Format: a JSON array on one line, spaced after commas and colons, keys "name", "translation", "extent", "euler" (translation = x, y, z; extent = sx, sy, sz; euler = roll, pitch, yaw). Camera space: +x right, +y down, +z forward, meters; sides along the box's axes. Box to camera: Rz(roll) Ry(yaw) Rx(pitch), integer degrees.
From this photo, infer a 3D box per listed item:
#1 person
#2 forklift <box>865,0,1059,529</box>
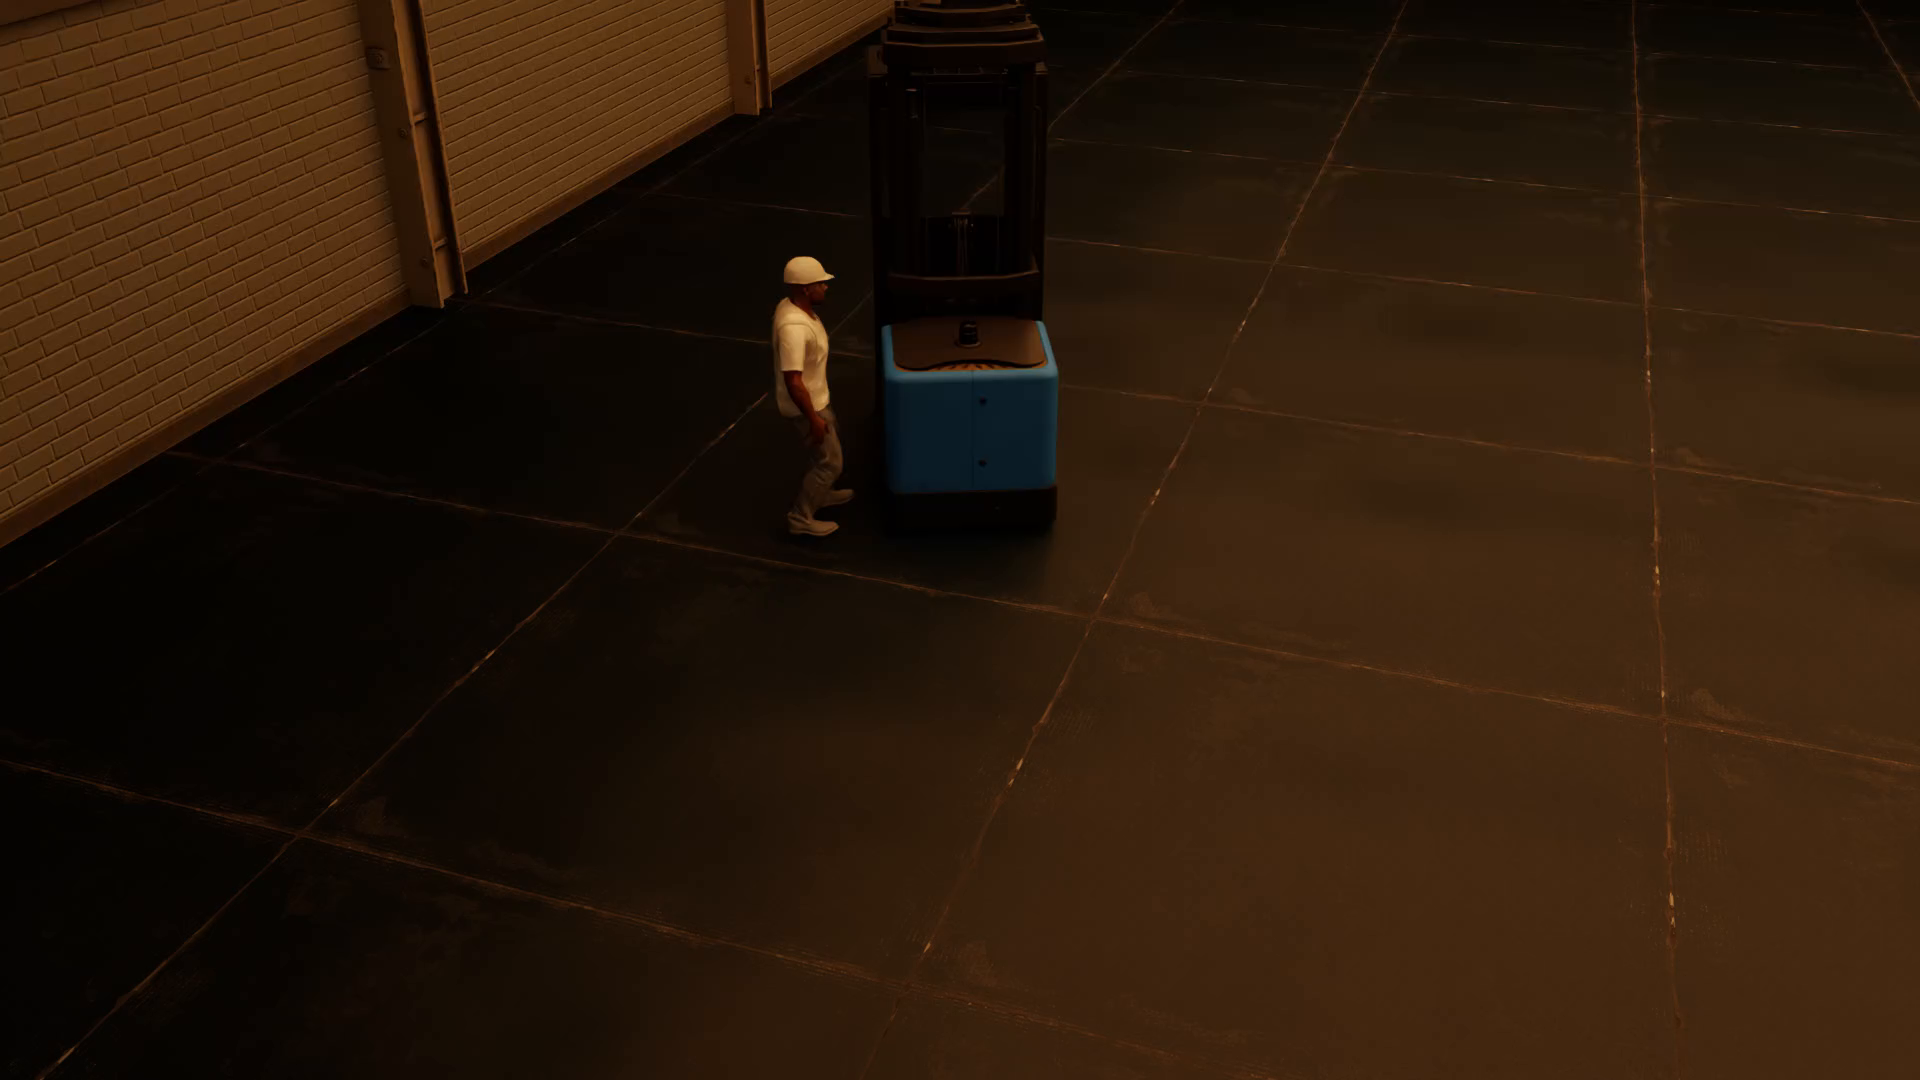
[{"name": "person", "translation": [-0.857, -0.846, 9.857], "extent": [0.476, 1.728, 0.875], "euler": [-4, 30, -8]}, {"name": "forklift", "translation": [-0.029, -2.042, 10.718], "extent": [1.130, 2.935, 3.031], "euler": [-2, 30, -4]}]
